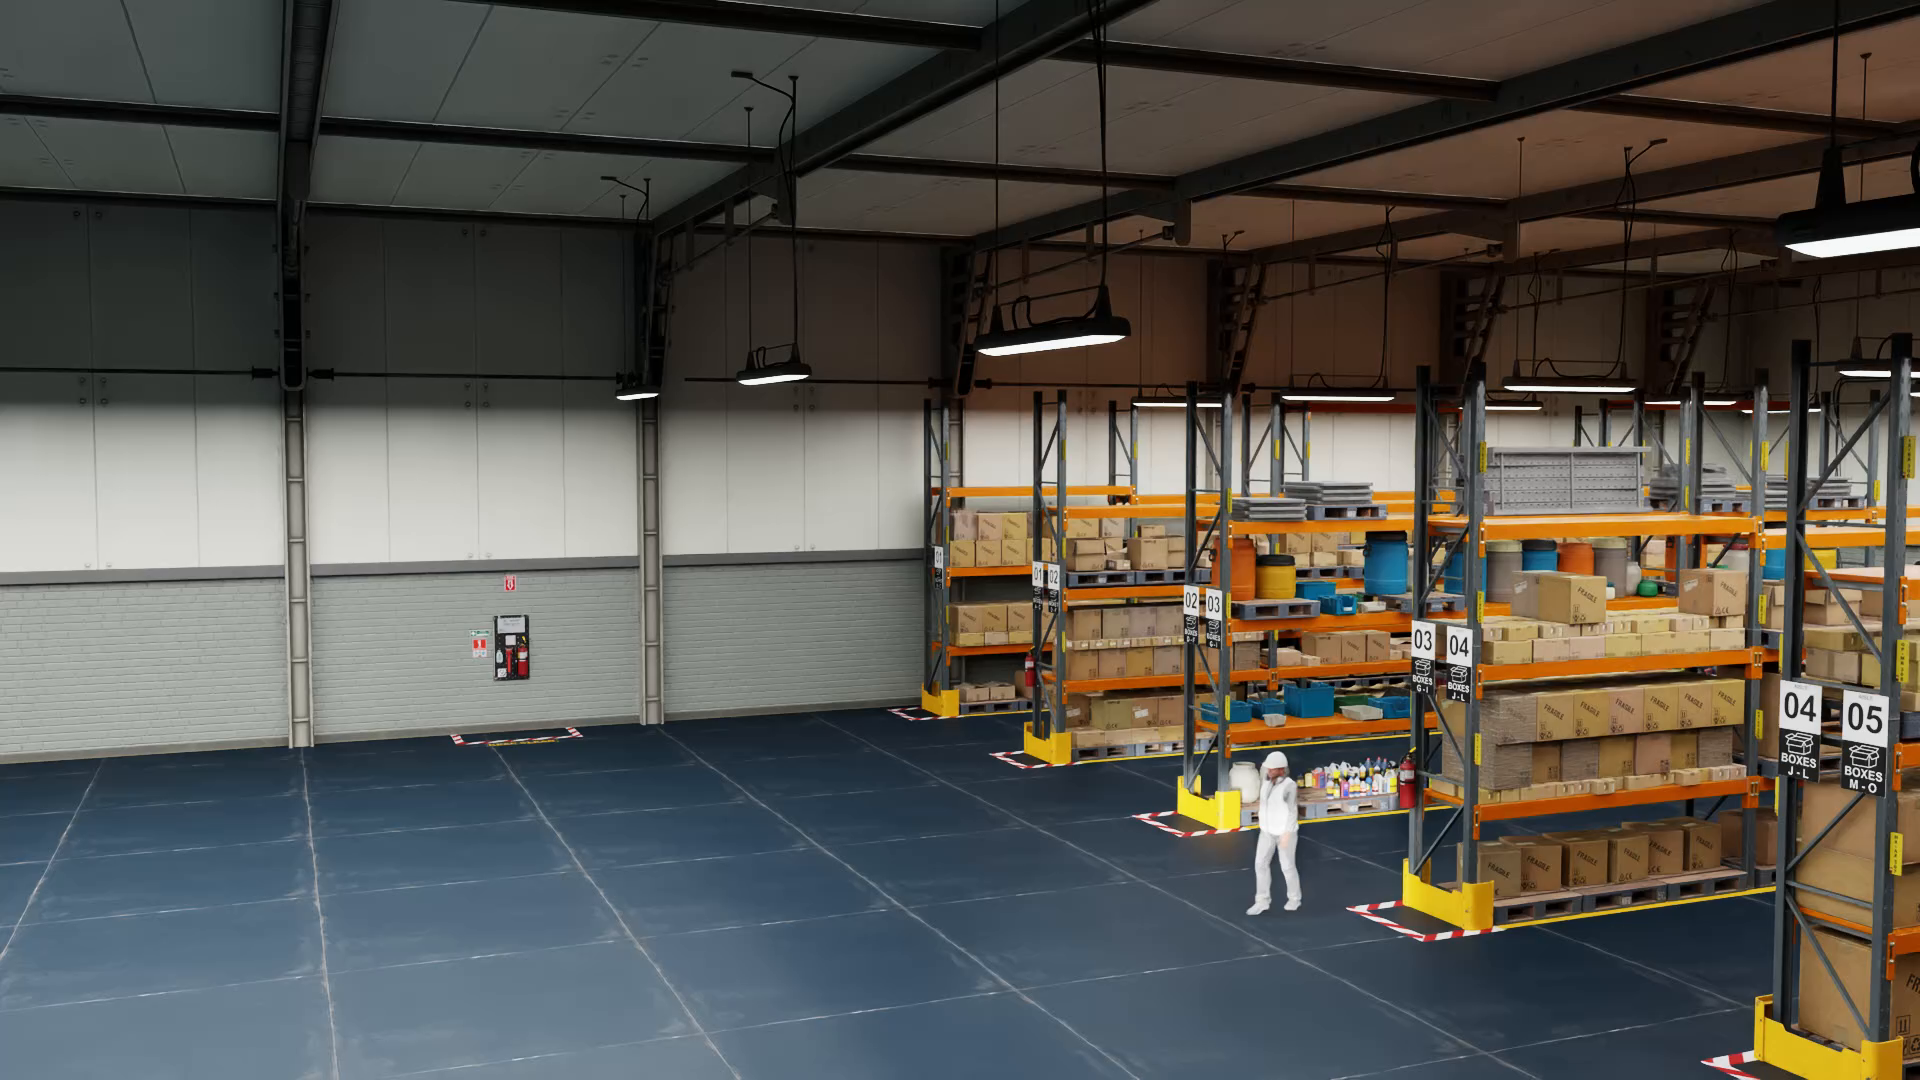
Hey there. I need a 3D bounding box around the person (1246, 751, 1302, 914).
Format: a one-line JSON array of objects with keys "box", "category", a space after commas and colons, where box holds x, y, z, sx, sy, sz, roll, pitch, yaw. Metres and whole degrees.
[{"box": [3.488, 3.213, 18.270, 0.658, 1.796, 0.584, -2, 4, -36], "category": "person"}]
